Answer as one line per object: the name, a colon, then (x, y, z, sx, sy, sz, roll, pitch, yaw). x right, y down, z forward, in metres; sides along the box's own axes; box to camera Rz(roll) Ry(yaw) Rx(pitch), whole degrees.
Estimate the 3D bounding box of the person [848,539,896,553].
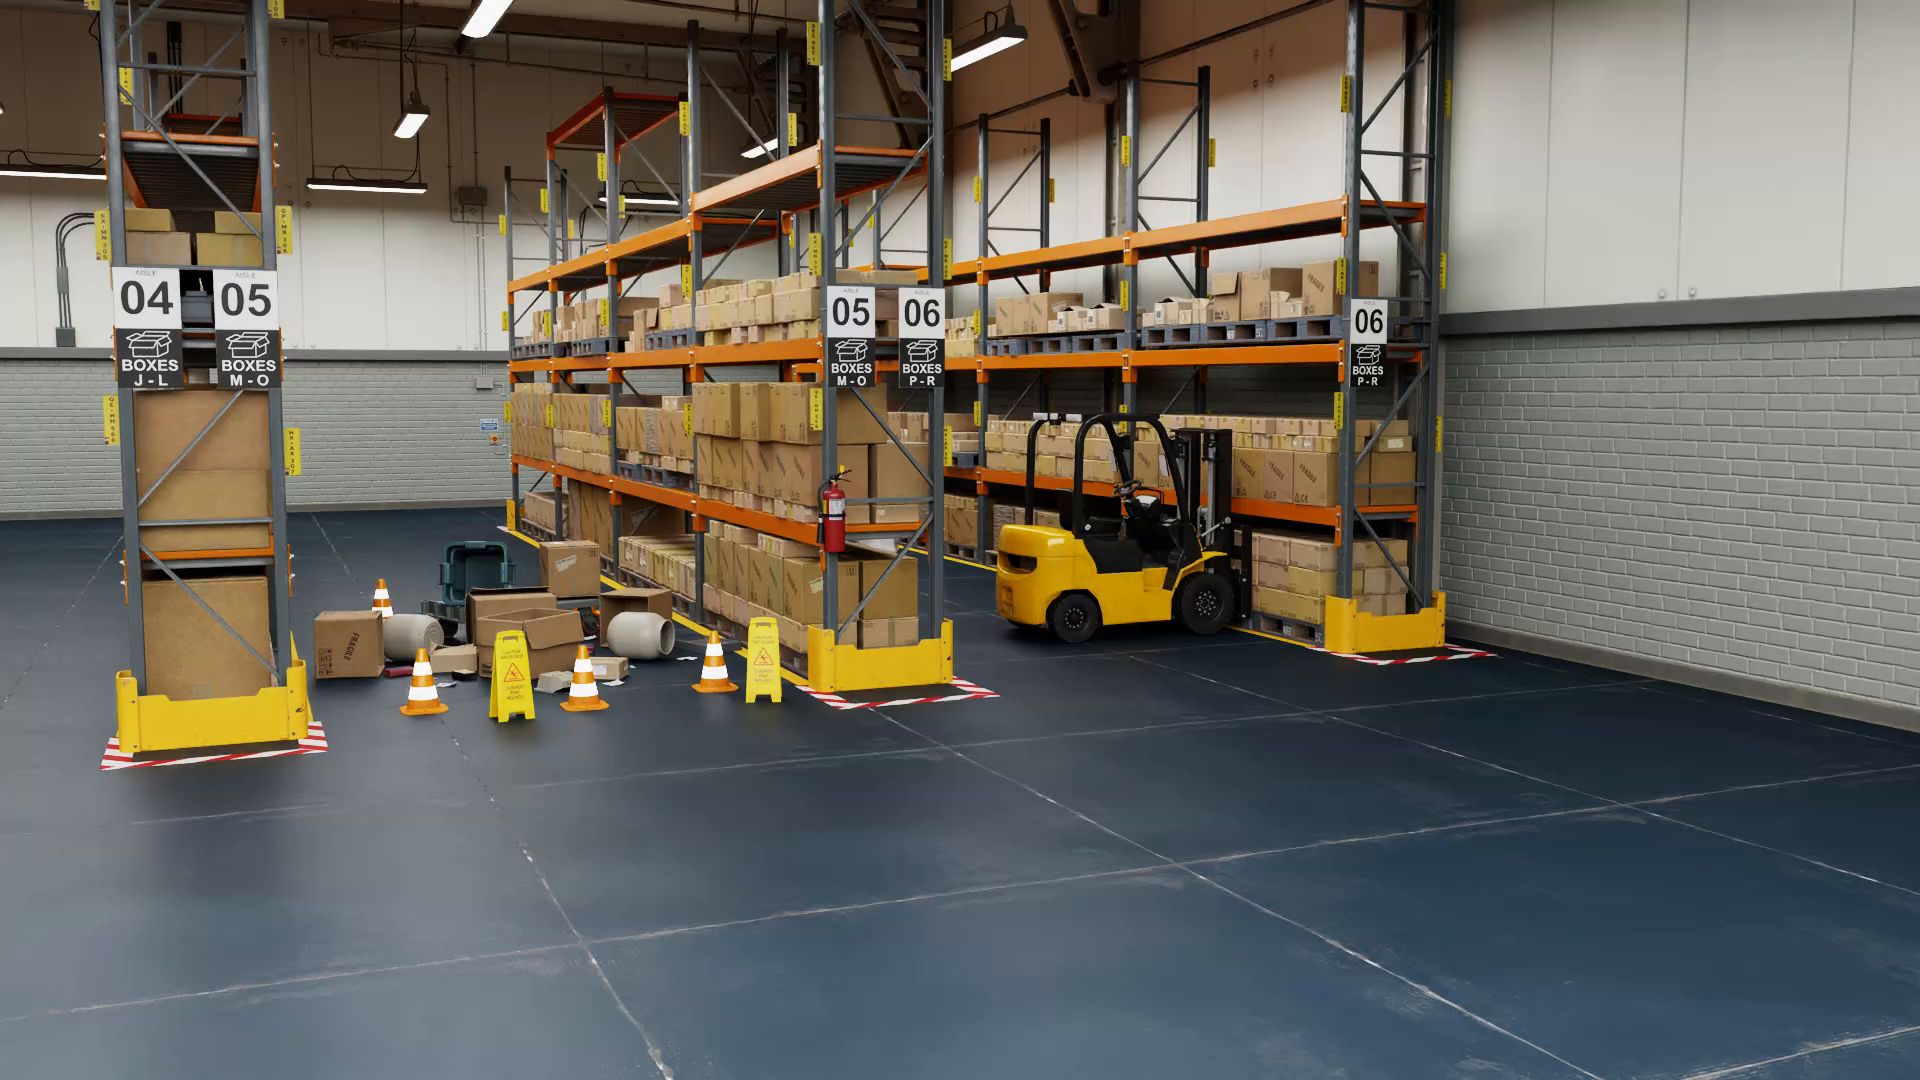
person: (-1.049, 0.222, 18.042, 0.572, 1.069, 0.933, -2, 6, -25)
